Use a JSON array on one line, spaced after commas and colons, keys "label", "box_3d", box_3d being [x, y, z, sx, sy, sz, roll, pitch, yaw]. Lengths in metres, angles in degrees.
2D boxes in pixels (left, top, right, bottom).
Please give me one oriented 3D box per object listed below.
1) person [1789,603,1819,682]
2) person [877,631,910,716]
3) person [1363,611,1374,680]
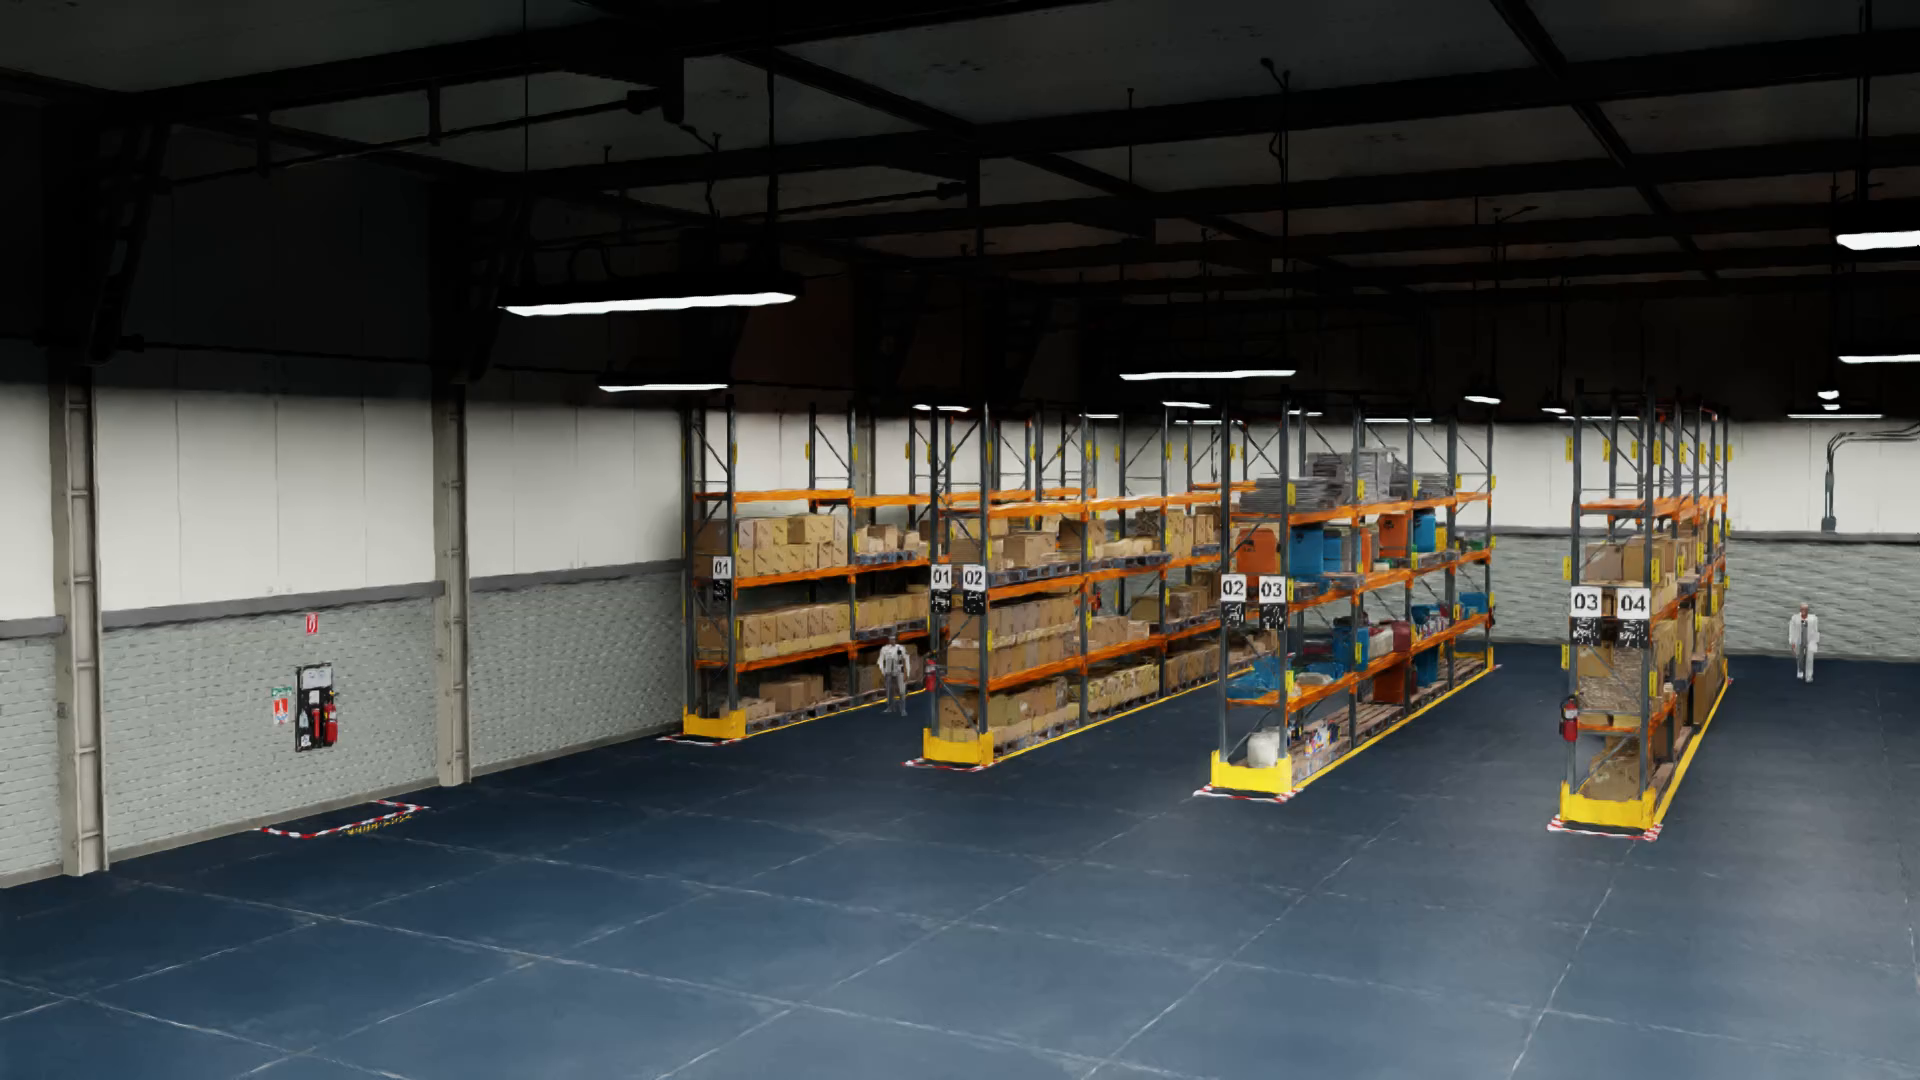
[{"label": "person", "box_3d": [18.460, 2.220, 36.378, 0.598, 1.698, 1.194, 2, 3, 30]}, {"label": "person", "box_3d": [-1.236, 2.522, 31.669, 0.634, 1.605, 0.798, 1, 3, 10]}, {"label": "person", "box_3d": [8.901, 2.311, 36.622, 0.566, 1.541, 0.519, 1, 3, 26]}]
